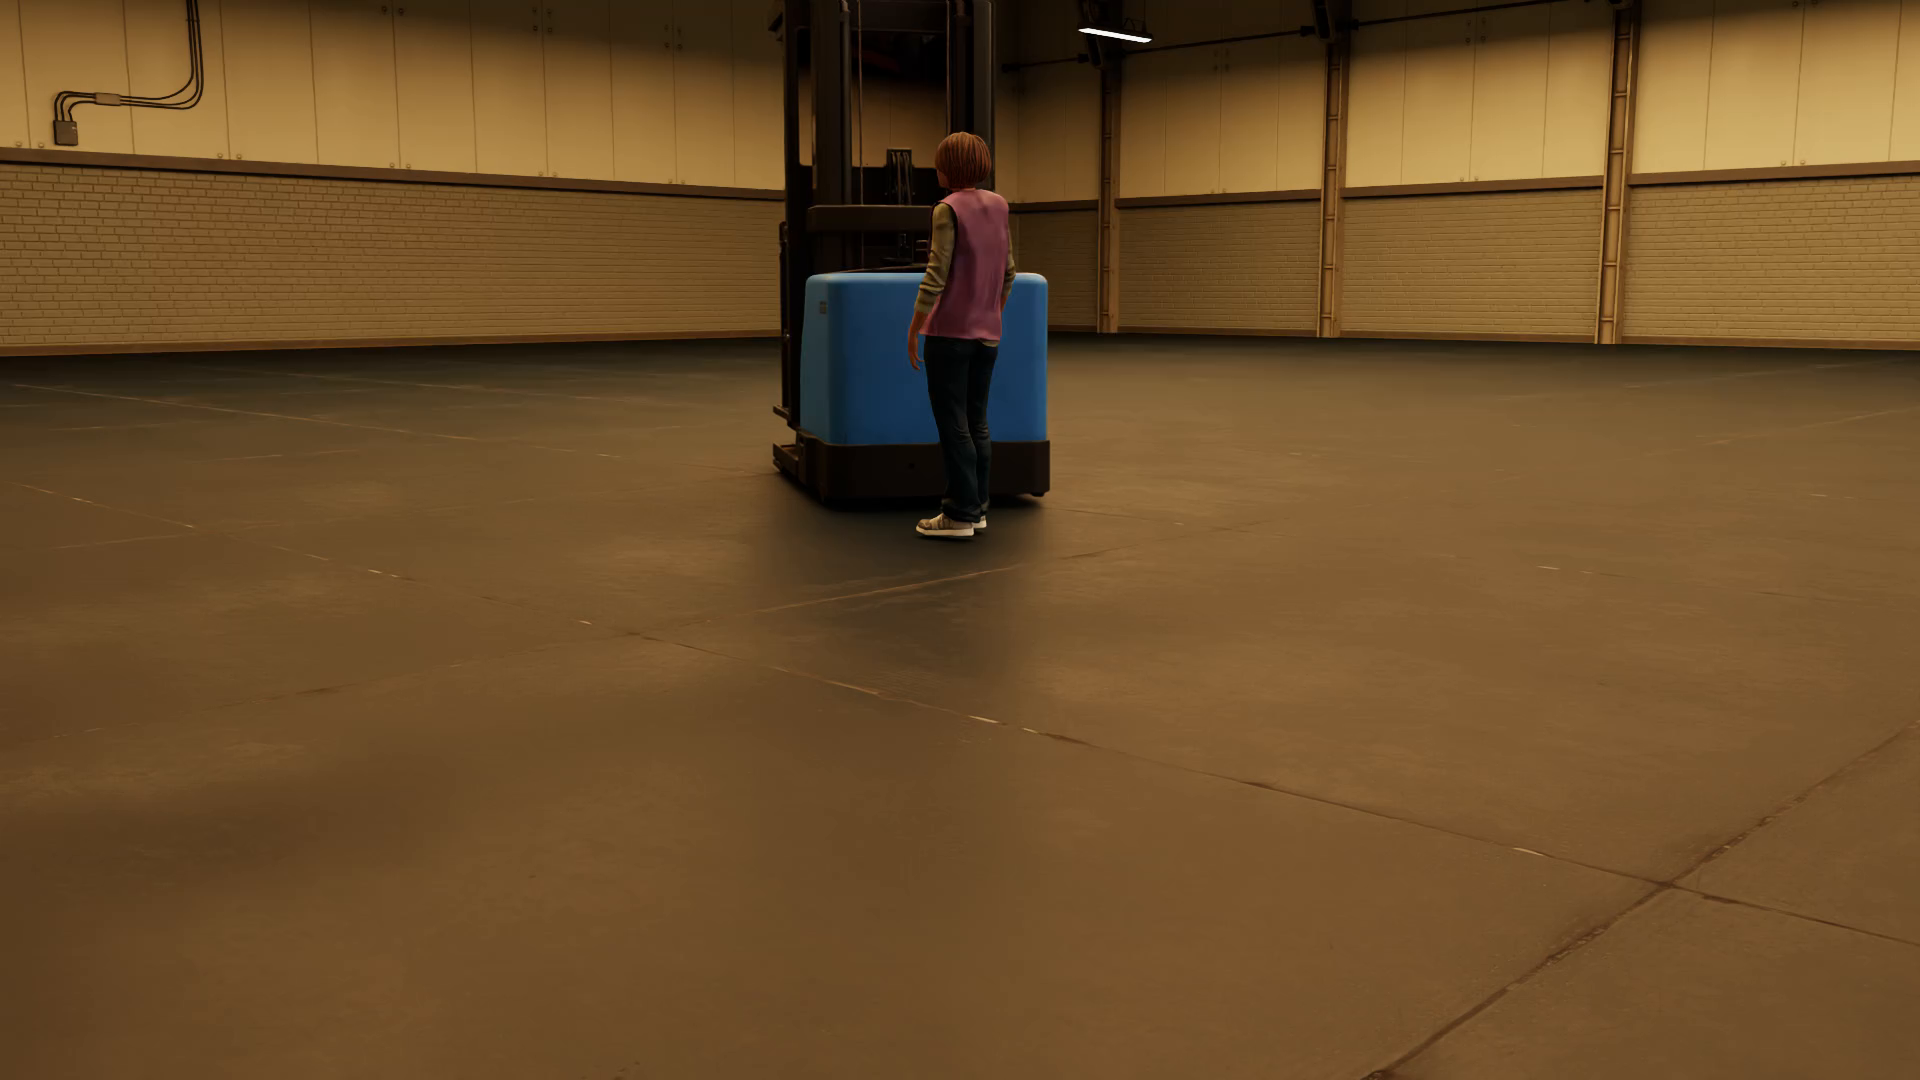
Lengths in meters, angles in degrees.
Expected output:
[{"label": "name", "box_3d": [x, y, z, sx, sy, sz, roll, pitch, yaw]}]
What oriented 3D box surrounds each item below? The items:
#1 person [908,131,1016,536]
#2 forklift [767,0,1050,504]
[{"label": "person", "box_3d": [-0.043, -0.806, 6.658, 0.476, 1.597, 0.520, 8, 12, 43]}, {"label": "forklift", "box_3d": [-0.414, -1.799, 8.821, 1.130, 2.935, 3.031, -2, 9, -13]}]
